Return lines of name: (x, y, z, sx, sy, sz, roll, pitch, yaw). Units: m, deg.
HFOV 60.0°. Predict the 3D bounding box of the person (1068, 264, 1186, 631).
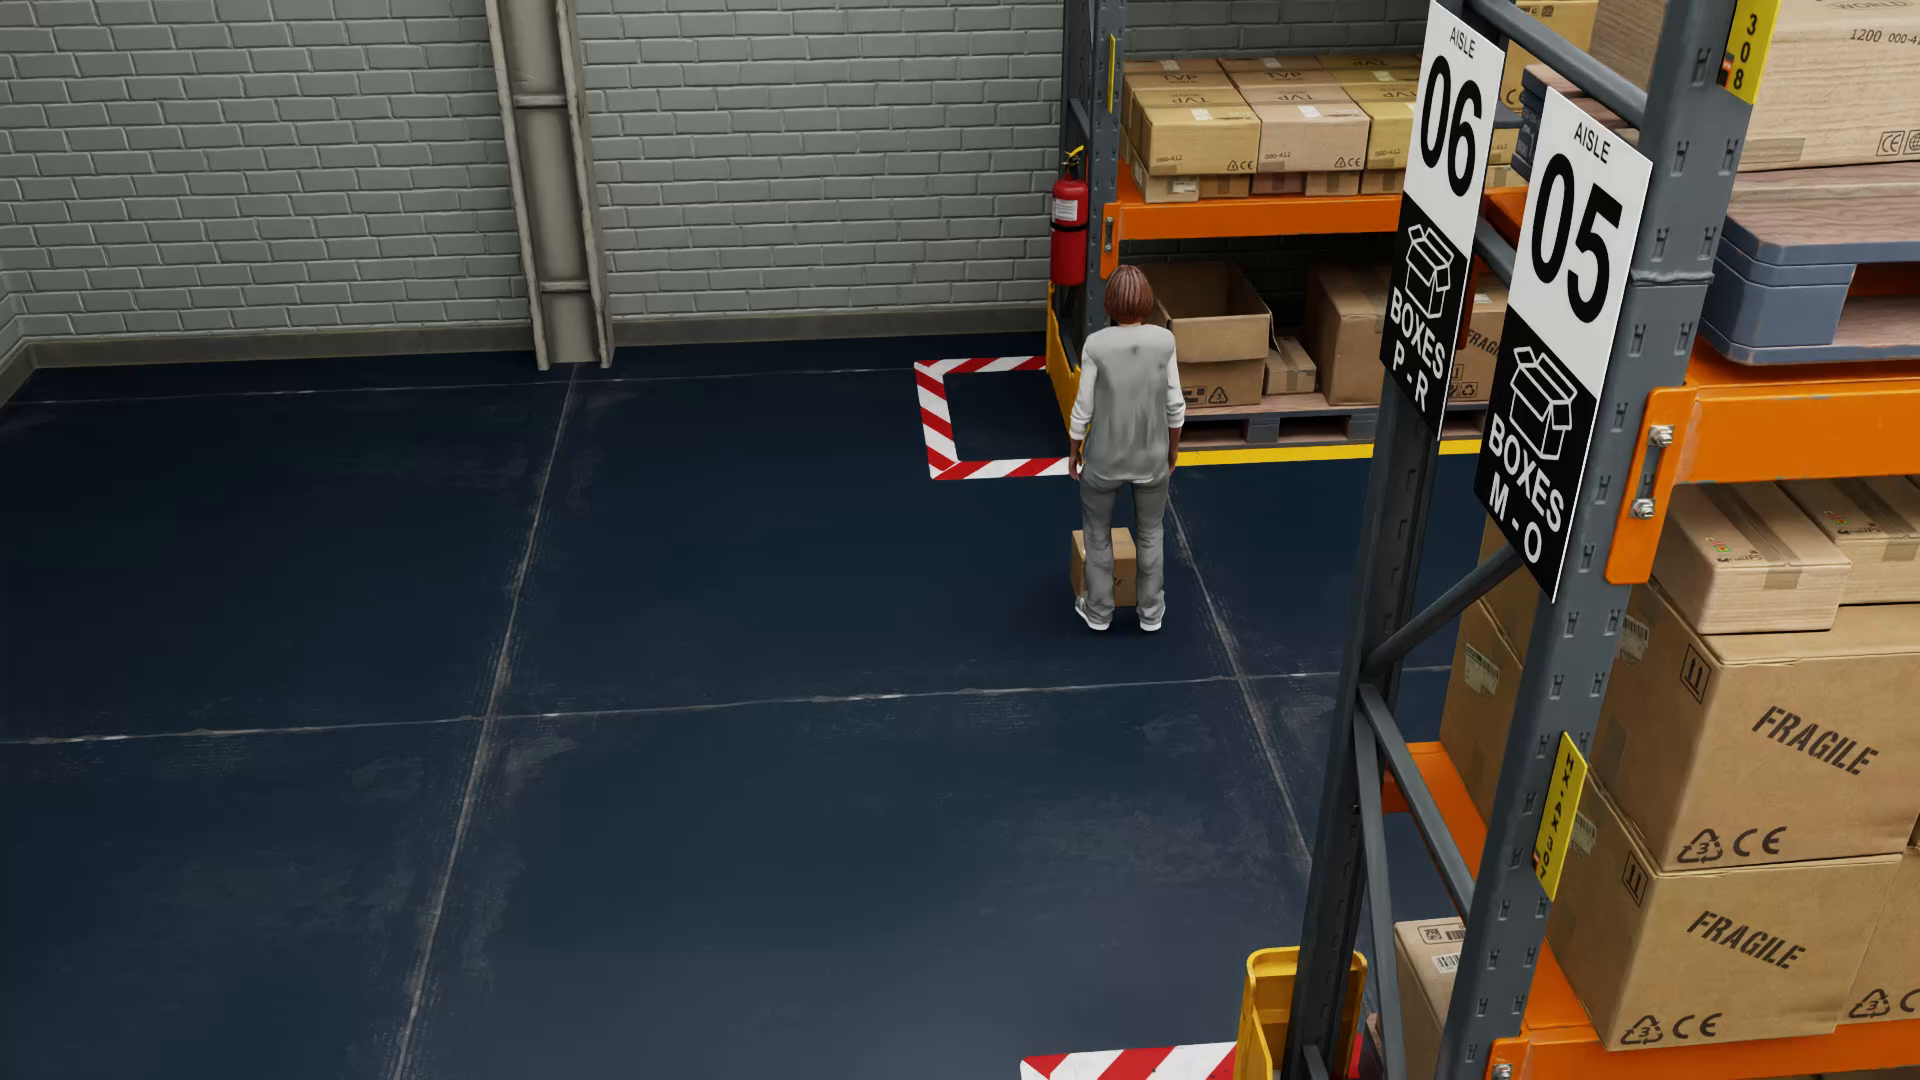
person: (0.659, -0.330, 6.683, 0.463, 1.592, 0.364, -3, 32, -5)
